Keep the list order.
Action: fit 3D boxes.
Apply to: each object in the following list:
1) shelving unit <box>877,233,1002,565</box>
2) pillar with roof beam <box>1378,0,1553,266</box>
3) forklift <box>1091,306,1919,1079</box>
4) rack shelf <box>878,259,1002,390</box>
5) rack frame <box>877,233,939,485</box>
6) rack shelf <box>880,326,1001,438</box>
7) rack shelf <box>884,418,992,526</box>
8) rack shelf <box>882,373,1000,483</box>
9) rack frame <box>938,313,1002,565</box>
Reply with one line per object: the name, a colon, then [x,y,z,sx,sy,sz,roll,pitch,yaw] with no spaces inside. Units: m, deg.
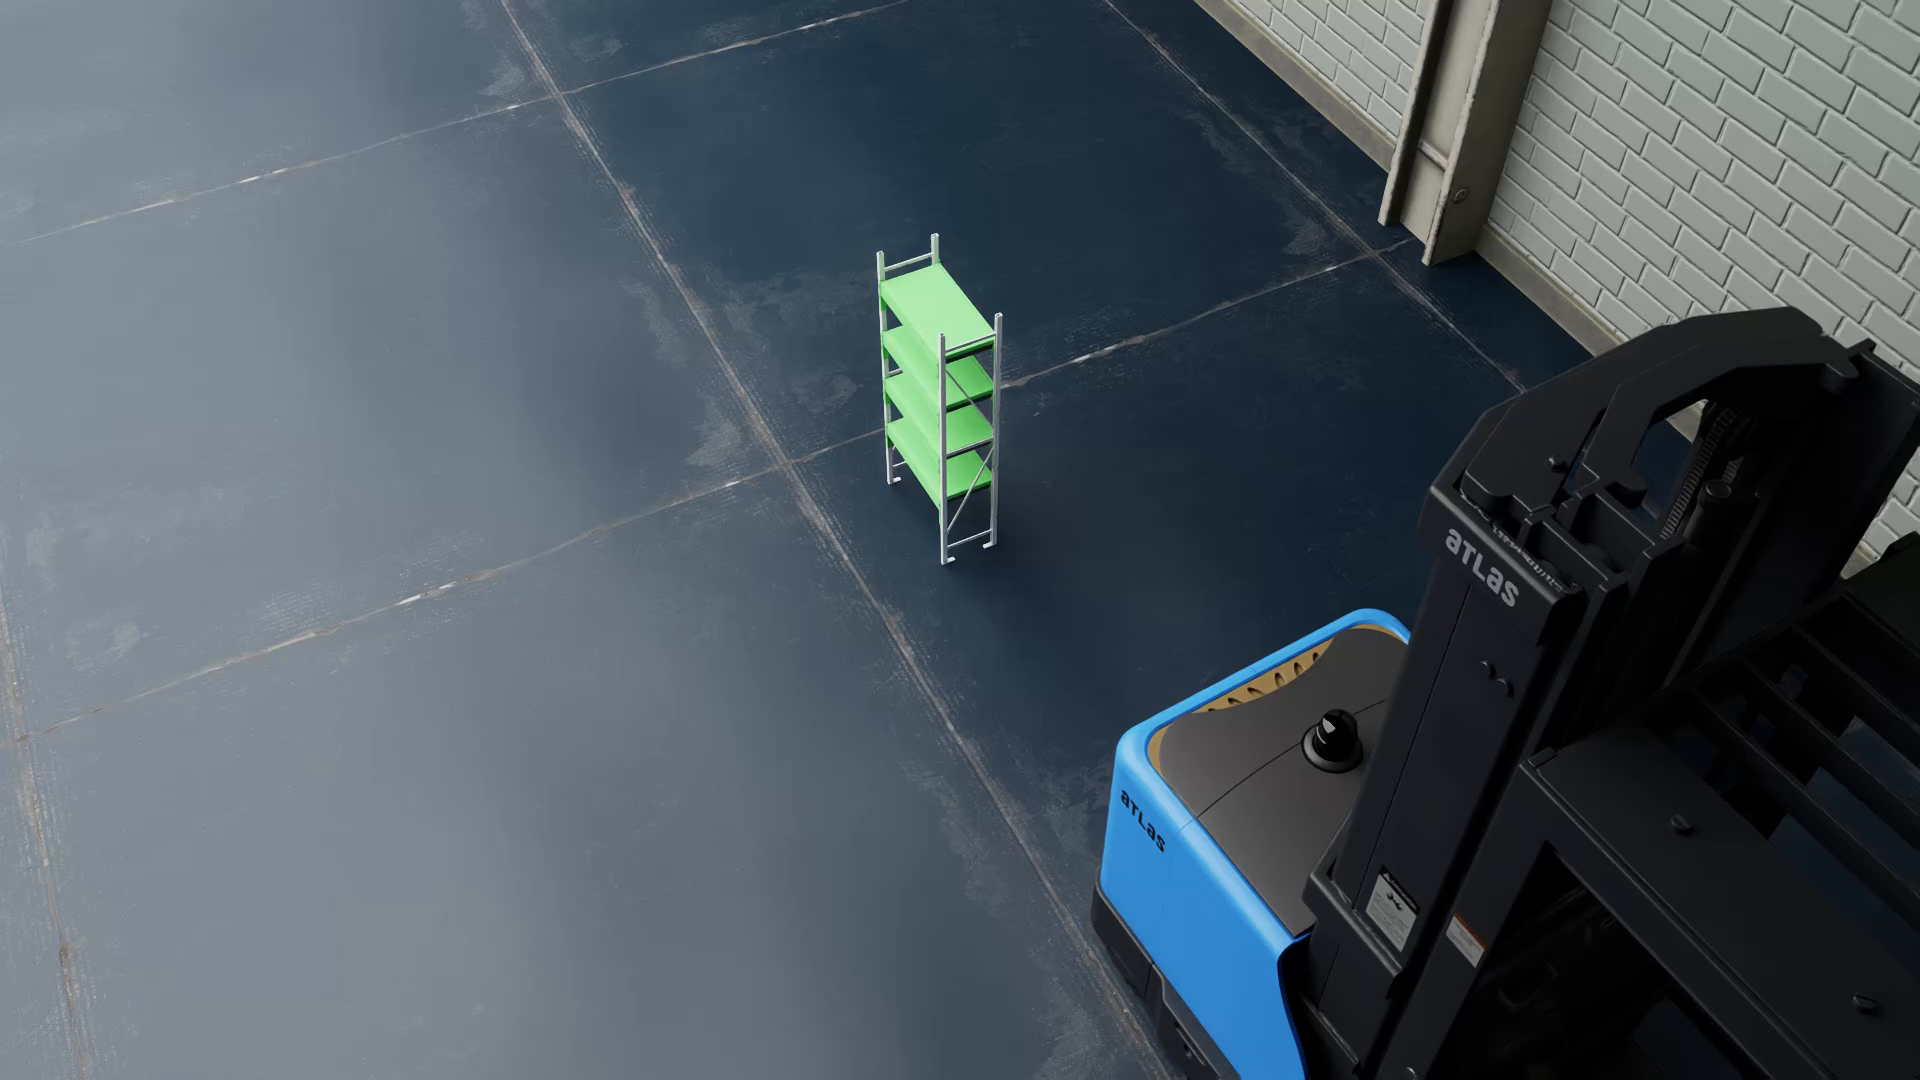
shelving unit: [-0.076,-0.506,6.288,0.258,1.200,0.503,-21,52,-18]
pillar with roof beam: [-1.598,-2.940,3.235,9.100,9.000,0.400,-21,52,-18]
forklift: [1.625,1.064,3.765,1.130,2.935,3.031,-25,53,-20]
rack shelf: [-0.076,-0.780,5.975,0.258,0.148,0.480,-21,52,-18]
rack frame: [-0.187,-0.669,6.431,0.240,1.200,0.015,-21,52,-18]
rack shelf: [-0.076,-0.622,6.155,0.258,0.148,0.480,-21,52,-18]
rack shelf: [-0.076,-0.306,6.517,0.258,0.148,0.480,-21,52,-18]
rack shelf: [-0.076,-0.464,6.336,0.258,0.148,0.480,-21,52,-18]
rack frame: [0.036,-0.342,6.145,0.240,1.200,0.015,-21,52,-18]
